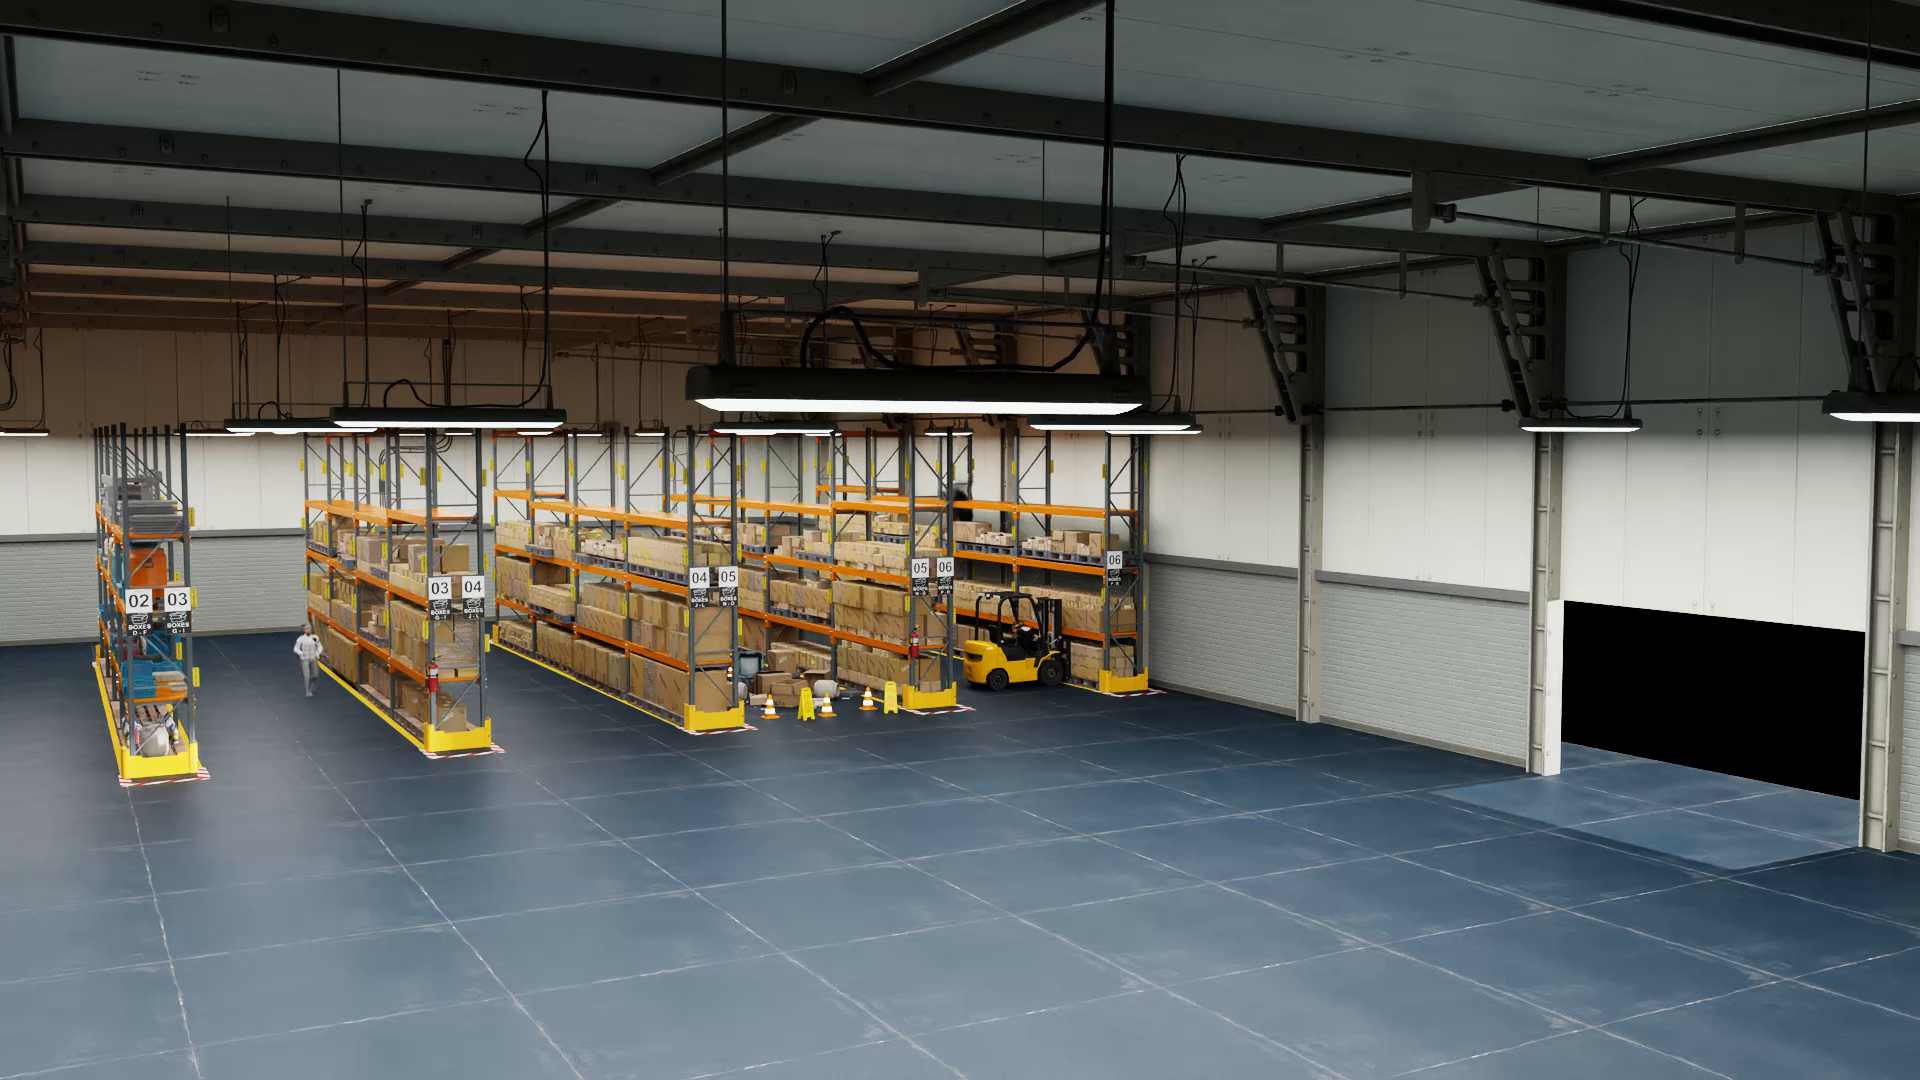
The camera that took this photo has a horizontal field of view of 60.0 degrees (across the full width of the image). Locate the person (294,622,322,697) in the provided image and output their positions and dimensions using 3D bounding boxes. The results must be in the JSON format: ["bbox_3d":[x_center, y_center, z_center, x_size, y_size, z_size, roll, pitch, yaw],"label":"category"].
[{"bbox_3d":[-14.490,2.657,37.018,0.611,1.643,0.569,-2,4,-32],"label":"person"}]
